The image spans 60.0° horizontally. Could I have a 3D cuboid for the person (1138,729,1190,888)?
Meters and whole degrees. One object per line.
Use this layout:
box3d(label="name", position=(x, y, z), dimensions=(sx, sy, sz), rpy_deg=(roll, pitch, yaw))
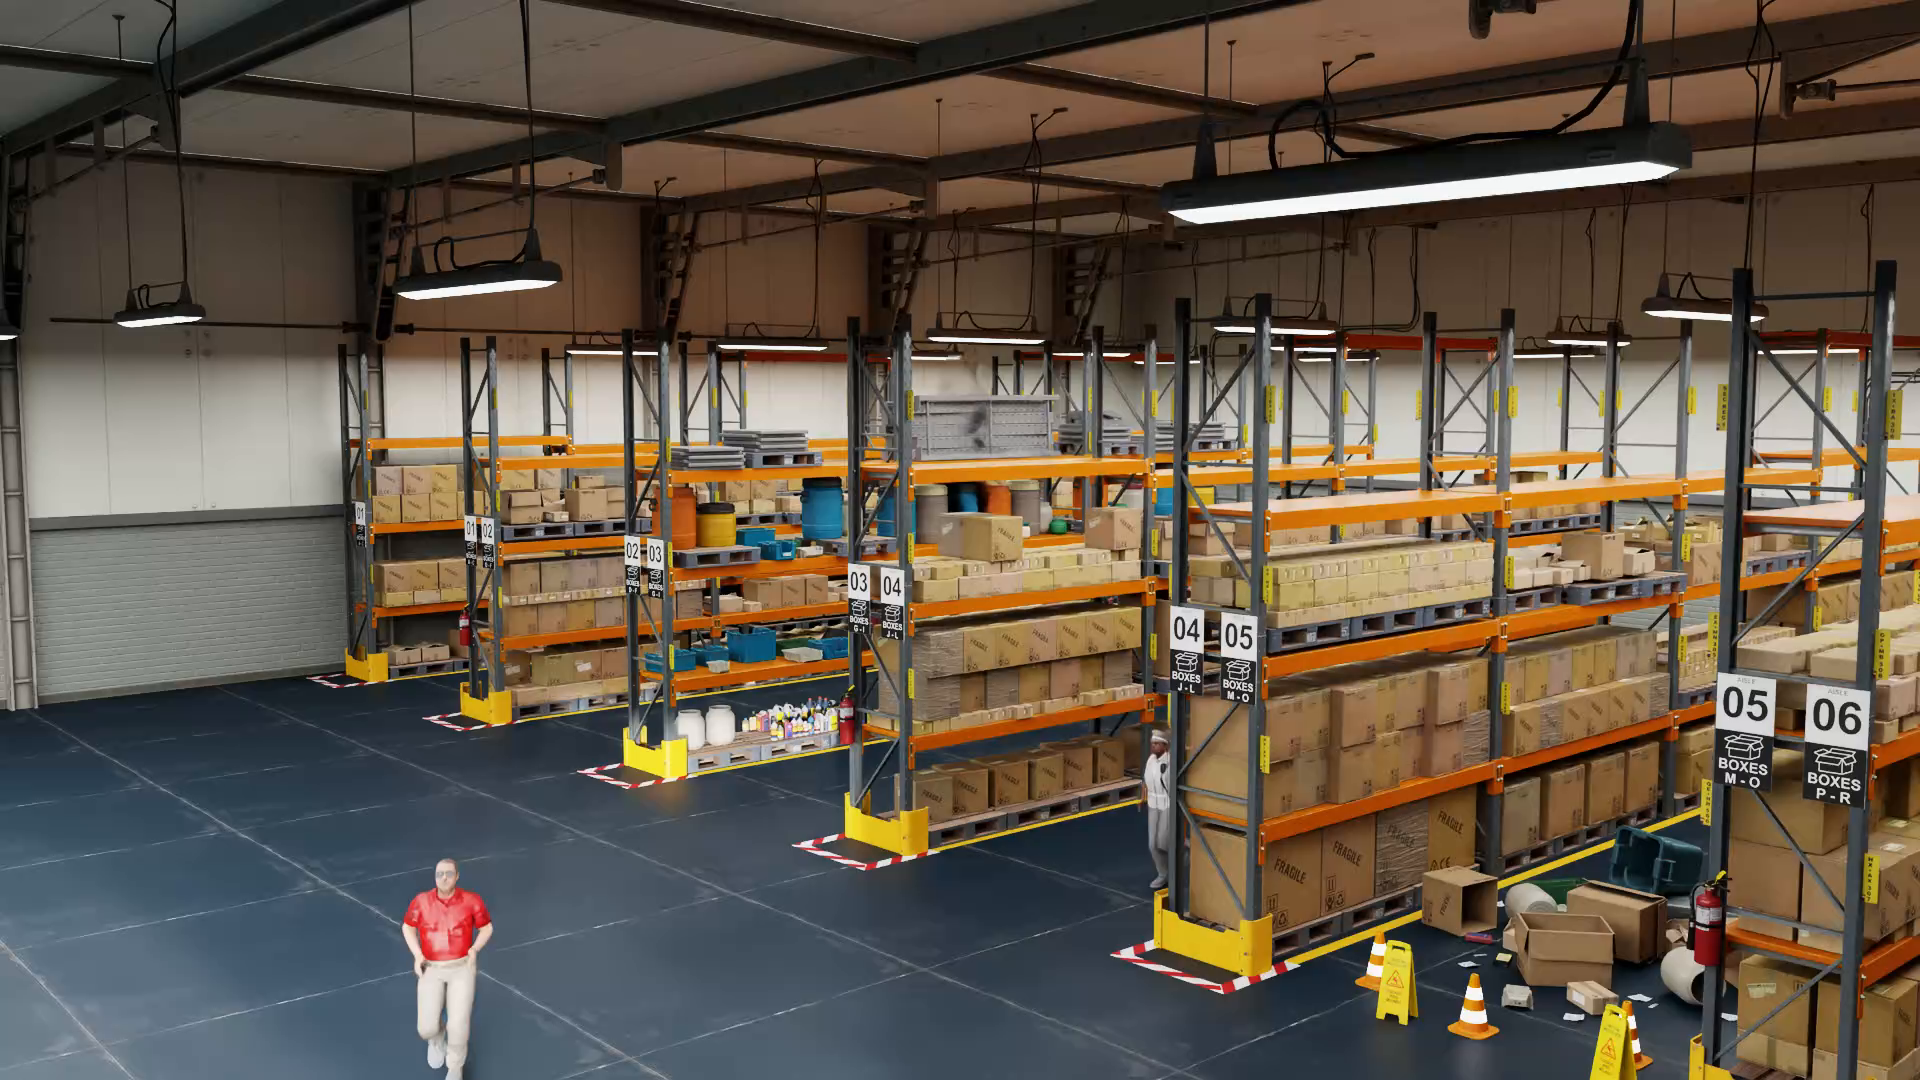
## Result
box3d(label="person", position=(2.152, 2.792, 17.389), dimensions=(0.634, 1.671, 0.567), rpy_deg=(-5, 7, -44))

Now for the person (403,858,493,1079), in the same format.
box3d(label="person", position=(-3.822, 3.216, 12.405), dimensions=(0.658, 1.676, 0.608), rpy_deg=(-1, 5, -12))
